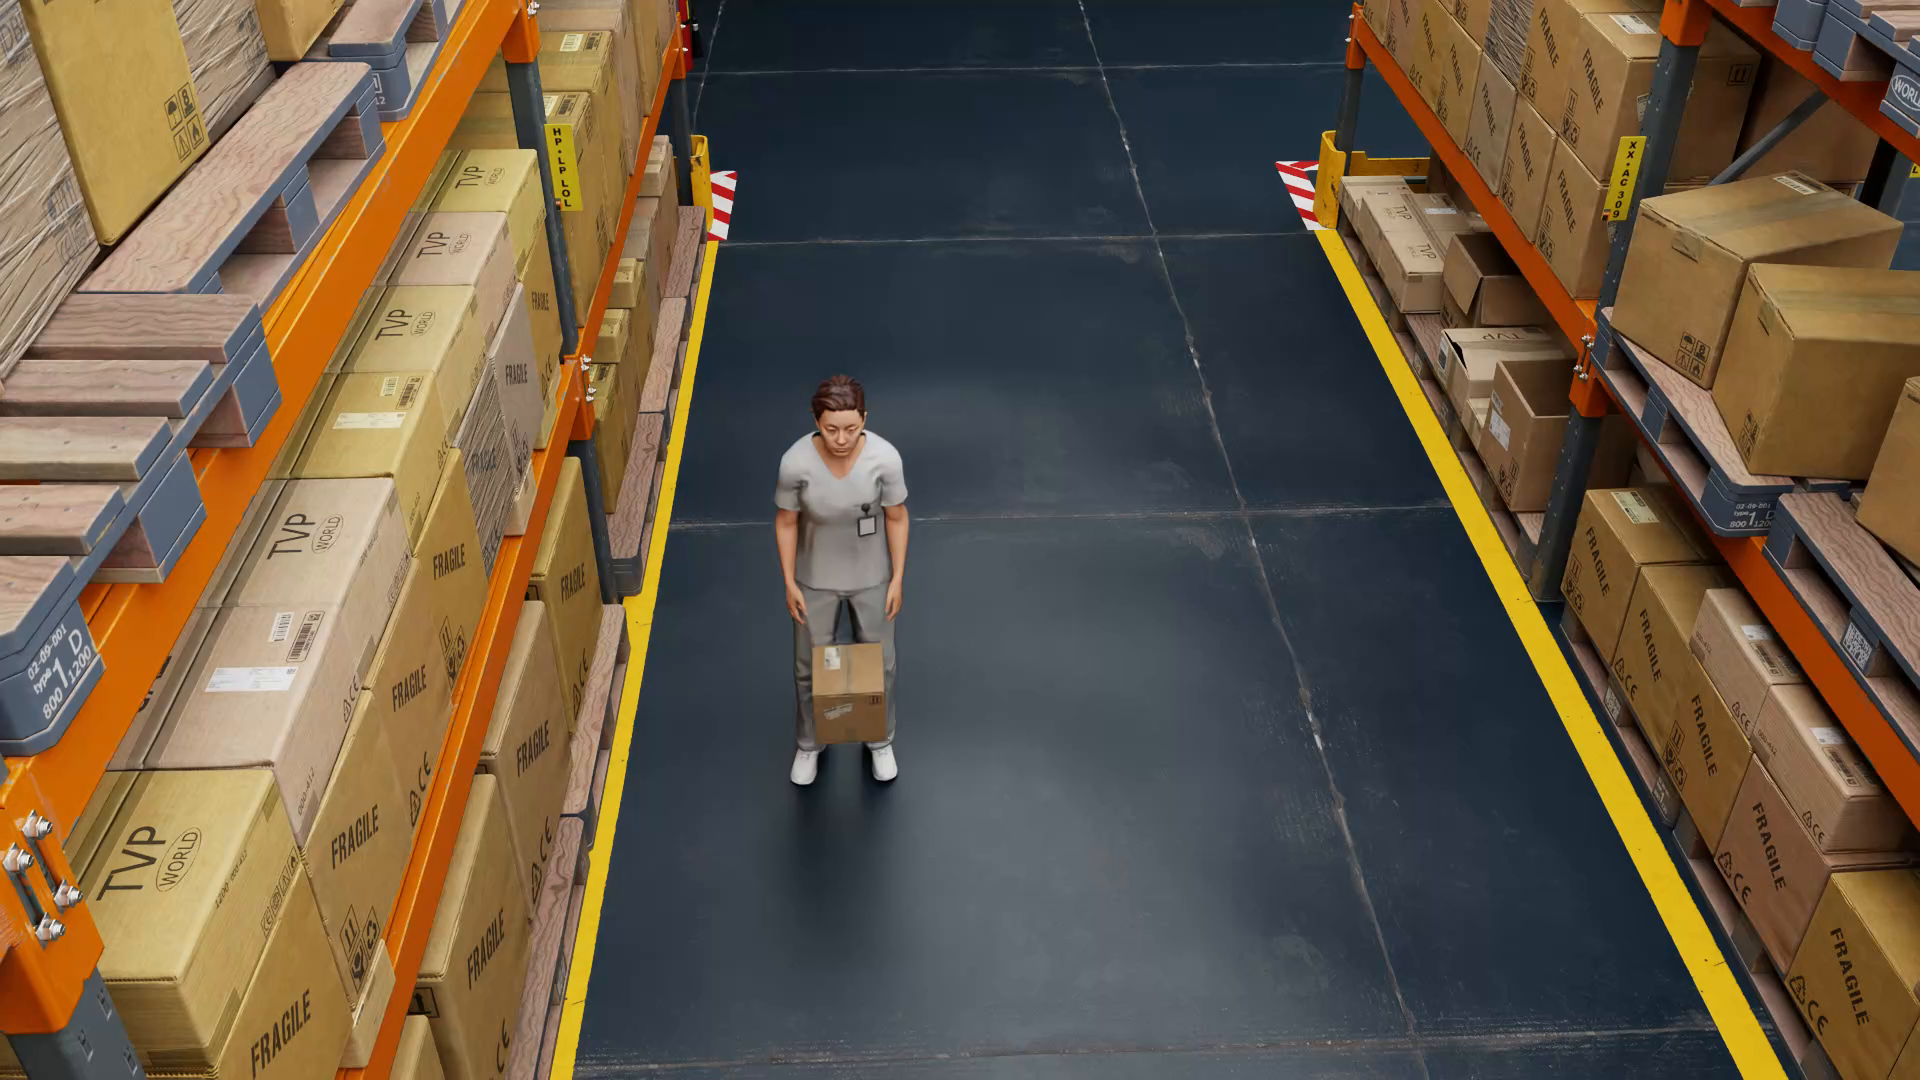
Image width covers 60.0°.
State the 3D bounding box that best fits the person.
[{"bbox_3d":[-0.413,0.148,5.935,0.474,1.676,0.362,-2,35,-3],"label":"person"}]
